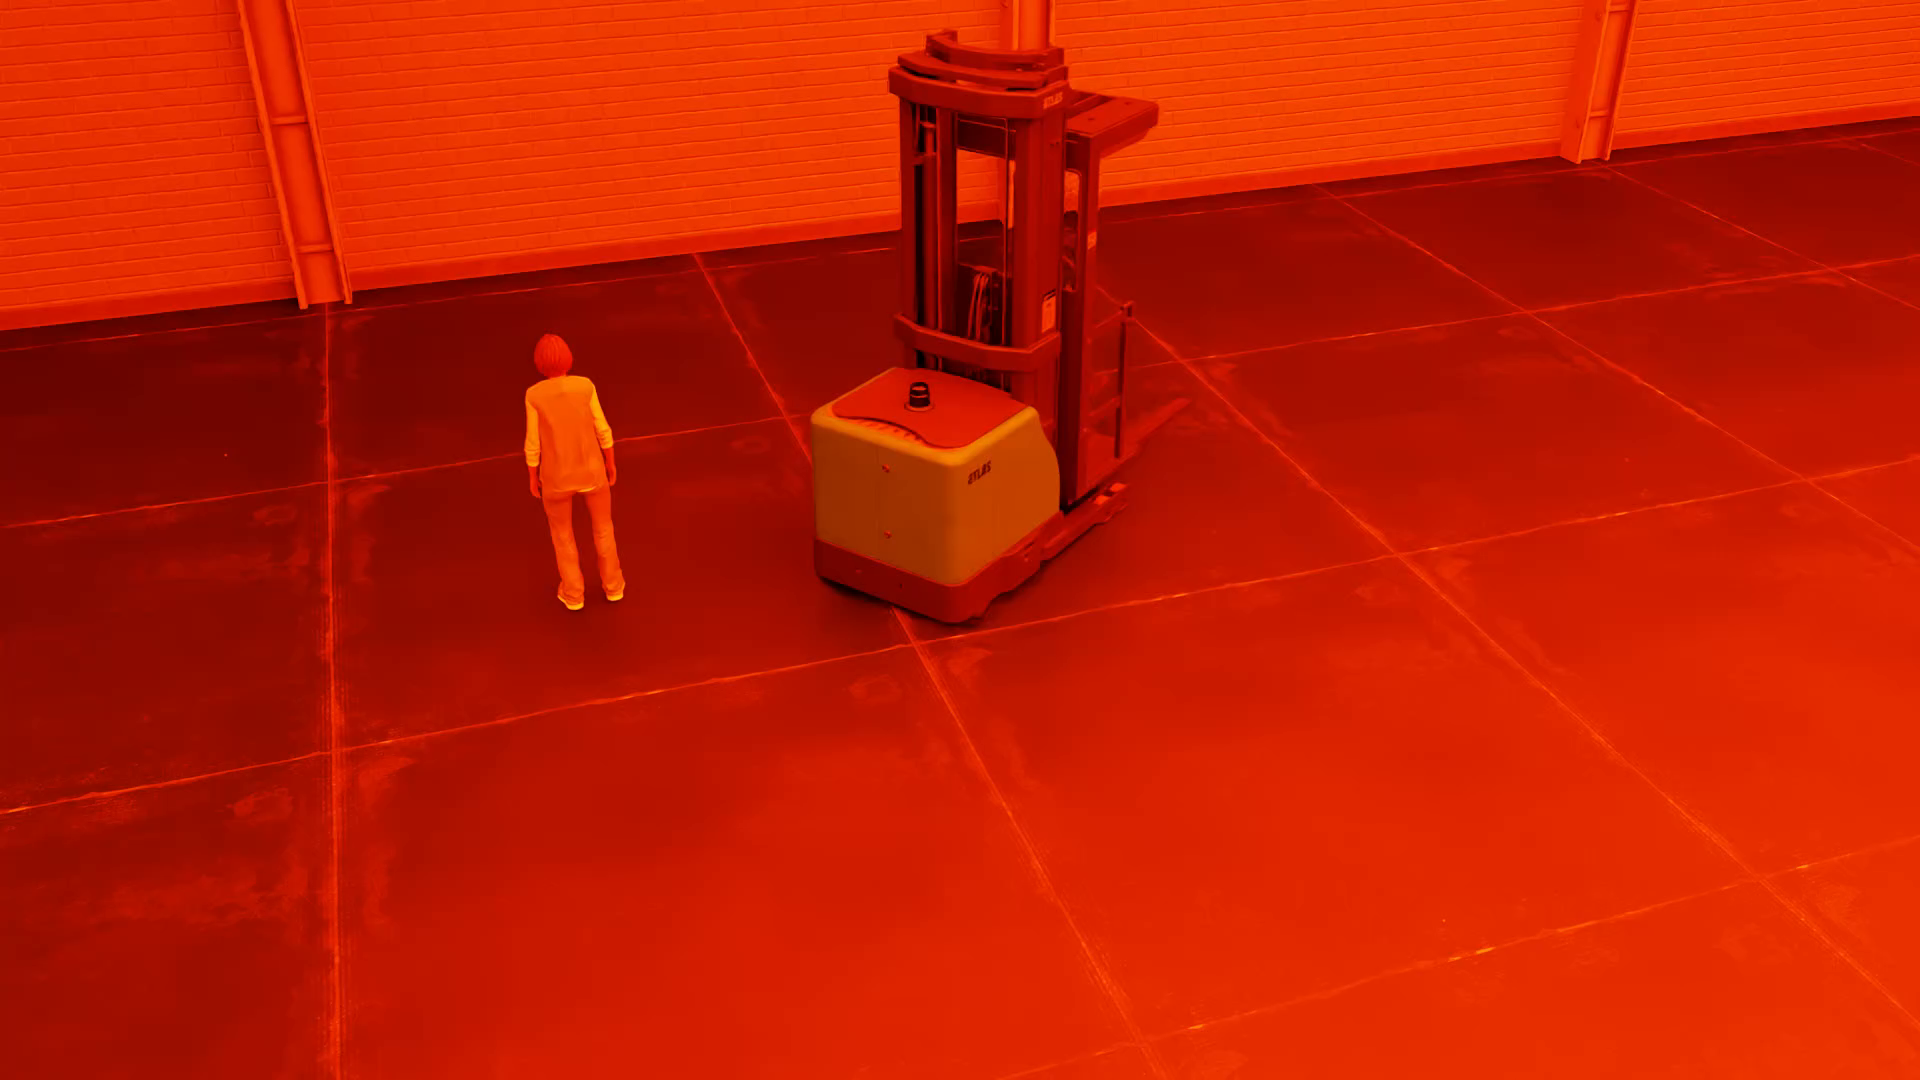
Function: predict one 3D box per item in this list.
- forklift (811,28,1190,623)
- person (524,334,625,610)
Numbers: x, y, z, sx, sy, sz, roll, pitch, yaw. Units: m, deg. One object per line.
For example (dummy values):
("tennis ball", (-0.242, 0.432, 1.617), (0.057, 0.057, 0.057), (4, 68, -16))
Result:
("forklift", (0.418, -1.501, 9.696), (1.130, 2.935, 3.031), (19, 35, 30))
("person", (-2.106, -0.351, 9.040), (0.474, 1.592, 0.348), (-10, 32, -17))
